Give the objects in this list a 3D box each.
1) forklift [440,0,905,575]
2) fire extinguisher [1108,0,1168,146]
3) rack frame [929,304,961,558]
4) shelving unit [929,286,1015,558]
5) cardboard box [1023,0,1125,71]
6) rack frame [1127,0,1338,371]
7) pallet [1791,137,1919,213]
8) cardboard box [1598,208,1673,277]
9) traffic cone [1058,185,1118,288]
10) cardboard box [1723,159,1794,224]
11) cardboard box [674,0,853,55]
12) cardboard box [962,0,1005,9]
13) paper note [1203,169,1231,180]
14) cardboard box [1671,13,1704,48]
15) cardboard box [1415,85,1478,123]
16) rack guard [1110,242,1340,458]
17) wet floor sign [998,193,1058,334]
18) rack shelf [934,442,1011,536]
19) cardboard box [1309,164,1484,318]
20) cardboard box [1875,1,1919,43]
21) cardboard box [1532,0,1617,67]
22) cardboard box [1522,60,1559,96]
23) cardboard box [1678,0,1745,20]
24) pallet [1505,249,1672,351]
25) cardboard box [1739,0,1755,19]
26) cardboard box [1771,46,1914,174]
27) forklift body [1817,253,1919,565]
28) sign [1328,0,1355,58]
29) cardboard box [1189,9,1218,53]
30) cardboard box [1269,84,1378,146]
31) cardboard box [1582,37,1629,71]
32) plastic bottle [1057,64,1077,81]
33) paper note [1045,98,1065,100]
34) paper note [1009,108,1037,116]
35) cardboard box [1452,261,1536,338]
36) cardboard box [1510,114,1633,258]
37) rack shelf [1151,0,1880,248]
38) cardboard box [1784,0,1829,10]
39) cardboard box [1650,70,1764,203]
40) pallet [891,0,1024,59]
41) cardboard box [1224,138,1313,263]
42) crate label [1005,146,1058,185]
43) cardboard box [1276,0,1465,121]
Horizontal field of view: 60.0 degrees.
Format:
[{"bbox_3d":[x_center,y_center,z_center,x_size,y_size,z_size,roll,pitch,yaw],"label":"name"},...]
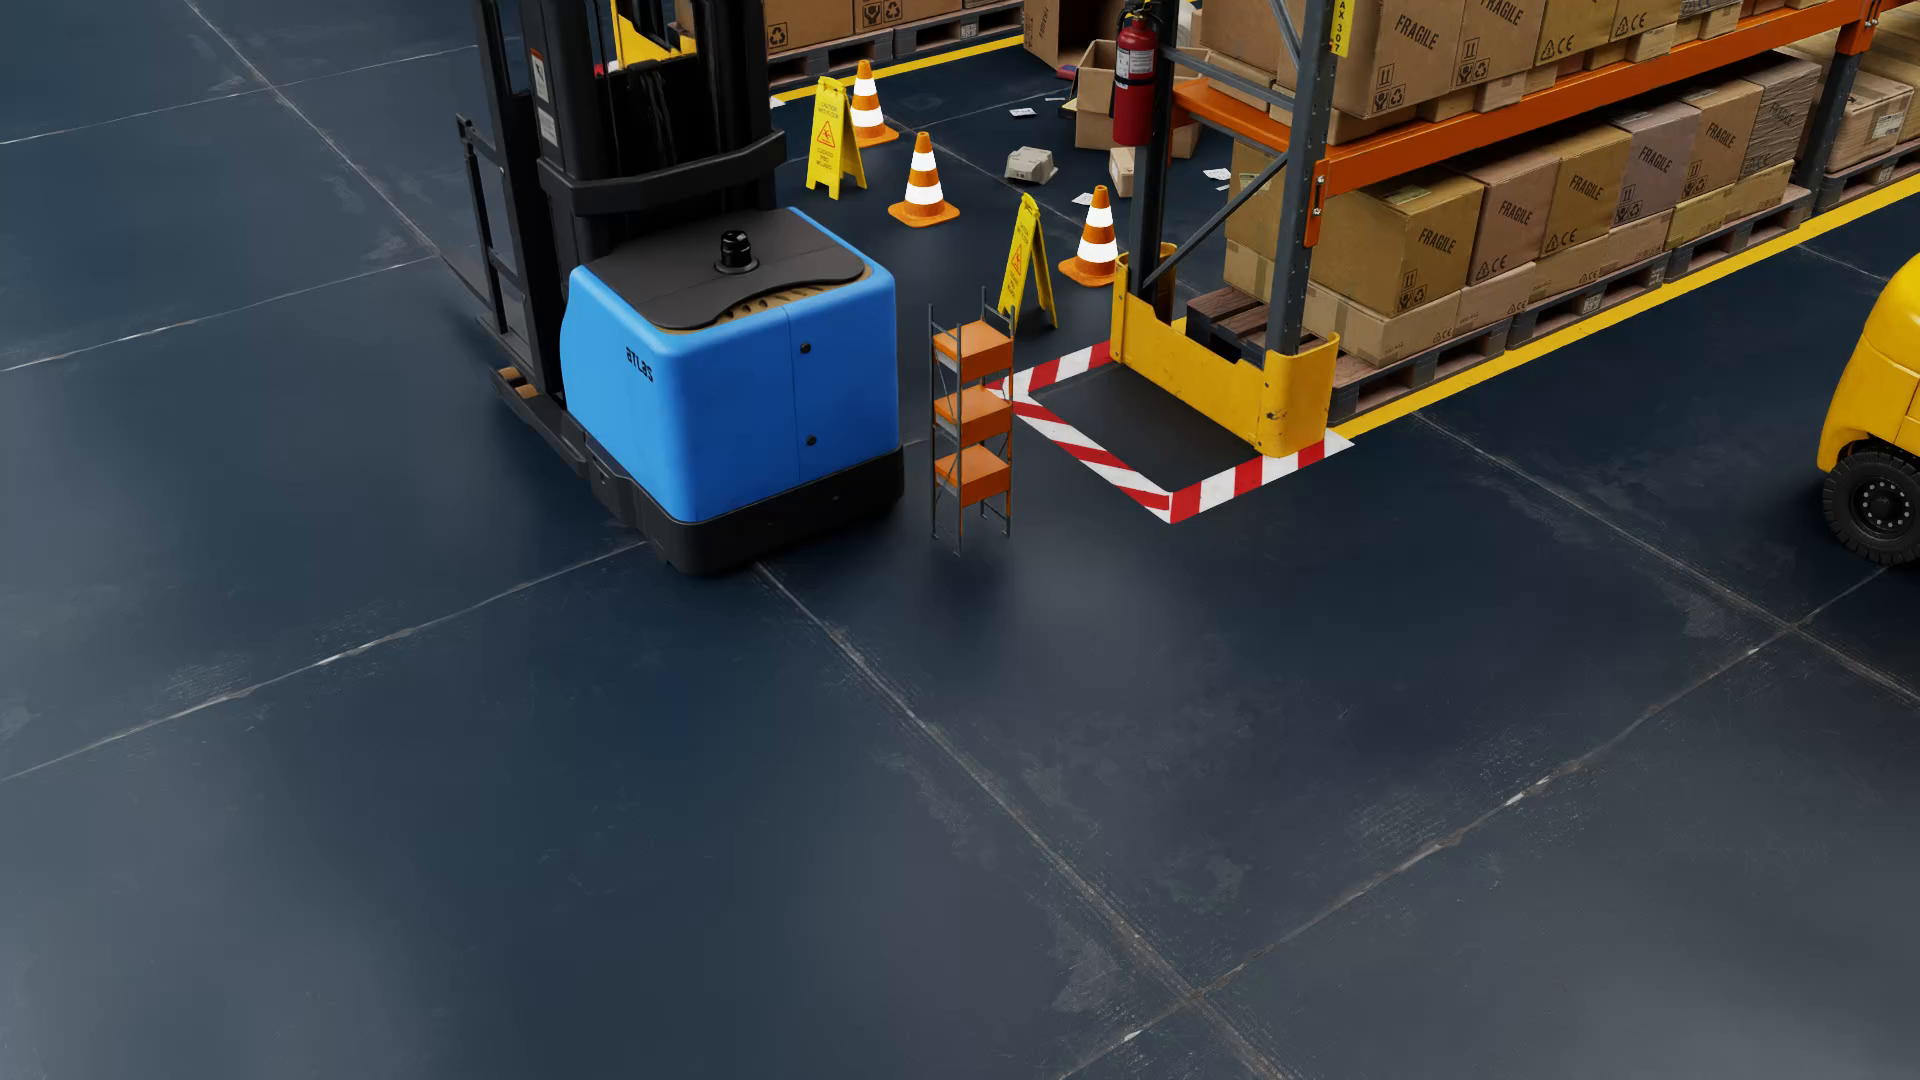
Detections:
[{"bbox_3d":[-1.488,-1.870,6.840,1.130,2.935,3.031,-22,41,-28],"label":"forklift"},{"bbox_3d":[0.749,-2.021,7.057,0.183,0.674,0.296,-22,41,-28],"label":"fire extinguisher"},{"bbox_3d":[-0.056,-0.403,6.411,0.008,1.050,0.200,-22,41,-28],"label":"rack frame"},{"bbox_3d":[0.044,-0.444,6.468,0.252,1.050,0.215,-22,41,-28],"label":"shelving unit"},{"bbox_3d":[0.766,-3.519,11.212,0.500,0.500,0.500,-15,38,-20],"label":"cardboard box"},{"bbox_3d":[1.108,-1.871,6.782,0.127,3.000,1.000,-22,41,-28],"label":"rack frame"},{"bbox_3d":[5.013,-2.347,9.832,1.213,0.211,1.003,-22,41,-28],"label":"pallet"},{"bbox_3d":[3.201,-1.590,8.388,0.500,0.250,0.500,-22,41,-27],"label":"cardboard box"},{"bbox_3d":[0.716,-1.601,8.580,0.334,0.463,0.336,-22,41,-28],"label":"traffic cone"},{"bbox_3d":[4.049,-1.943,8.878,0.500,0.250,0.500,-20,40,-26],"label":"cardboard box"},{"bbox_3d":[-1.310,-3.767,10.878,0.875,0.875,0.875,-22,41,-28],"label":"cardboard box"},{"bbox_3d":[0.154,-4.369,11.716,0.875,0.875,0.875,-22,41,-28],"label":"cardboard box"},{"bbox_3d":[1.515,-2.143,9.713,0.142,0.019,0.148,-9,37,-12],"label":"paper note"},{"bbox_3d":[3.235,-2.445,7.796,0.250,0.149,0.380,-23,42,-29],"label":"cardboard box"},{"bbox_3d":[1.966,-1.926,7.075,0.250,0.149,0.380,-24,42,-29],"label":"cardboard box"},{"bbox_3d":[1.170,-0.881,7.547,0.348,0.500,1.175,-22,41,-28],"label":"rack guard"},{"bbox_3d":[0.336,-1.362,8.091,0.232,0.644,0.267,-9,37,-12],"label":"wet floor sign"},{"bbox_3d":[0.044,-0.210,6.637,0.240,0.259,0.215,-22,41,-28],"label":"rack shelf"},{"bbox_3d":[1.946,-1.377,7.448,0.500,0.500,0.500,-24,42,-29],"label":"cardboard box"},{"bbox_3d":[5.958,-2.976,10.209,0.625,0.372,0.950,-21,41,-26],"label":"cardboard box"},{"bbox_3d":[2.492,-2.407,7.187,0.500,0.500,0.500,-23,42,-29],"label":"cardboard box"},{"bbox_3d":[2.393,-2.093,7.306,0.250,0.149,0.380,-21,41,-27],"label":"cardboard box"},{"bbox_3d":[3.319,-2.756,7.673,0.500,0.500,0.500,-21,41,-27],"label":"cardboard box"},{"bbox_3d":[2.851,-1.428,8.555,1.213,0.211,1.003,-22,41,-28],"label":"pallet"},{"bbox_3d":[3.621,-2.646,8.075,0.250,0.149,0.380,-23,42,-28],"label":"cardboard box"},{"bbox_3d":[4.805,-2.497,9.544,0.625,0.372,0.950,-22,41,-27],"label":"cardboard box"},{"bbox_3d":[4.469,-0.667,5.835,1.214,2.155,2.313,-22,41,-28],"label":"forklift body"},{"bbox_3d":[1.420,-1.963,6.169,0.005,0.325,0.100,-22,41,-28],"label":"sign"},{"bbox_3d":[1.845,-3.030,10.416,0.503,0.637,0.797,-22,41,-28],"label":"cardboard box"},{"bbox_3d":[1.505,-1.784,6.877,0.250,0.149,0.380,-22,41,-28],"label":"cardboard box"},{"bbox_3d":[2.806,-2.285,7.573,0.250,0.149,0.380,-24,42,-29],"label":"cardboard box"},{"bbox_3d":[0.791,-3.067,10.962,0.283,0.061,0.133,22,41,28],"label":"plastic bottle"},{"bbox_3d":[0.612,-2.832,10.678,0.123,0.001,0.032,-3,36,-4],"label":"paper note"},{"bbox_3d":[0.399,-2.696,10.474,0.142,0.017,0.144,-9,37,-12],"label":"paper note"},{"bbox_3d":[2.348,-1.232,7.890,0.500,0.250,0.500,-21,41,-26],"label":"cardboard box"},{"bbox_3d":[2.785,-1.720,7.925,0.500,0.500,0.500,-22,41,-27],"label":"cardboard box"},{"bbox_3d":[2.743,-2.251,7.927,4.000,0.370,1.077,-22,41,-28],"label":"rack shelf"},{"bbox_3d":[4.090,-2.773,8.252,0.250,0.149,0.380,-21,41,-27],"label":"cardboard box"},{"bbox_3d":[3.634,-2.076,8.420,0.500,0.500,0.500,-22,41,-27],"label":"cardboard box"},{"bbox_3d":[-0.222,-3.781,11.827,1.213,0.211,1.003,-22,41,-28],"label":"pallet"},{"bbox_3d":[1.612,-1.623,7.791,0.500,0.500,0.500,-22,41,-28],"label":"cardboard box"},{"bbox_3d":[0.406,-2.178,9.661,0.250,0.136,0.298,15,38,20],"label":"crate label"},{"bbox_3d":[1.655,-2.059,6.703,0.500,0.500,0.500,-23,42,-29],"label":"cardboard box"}]
